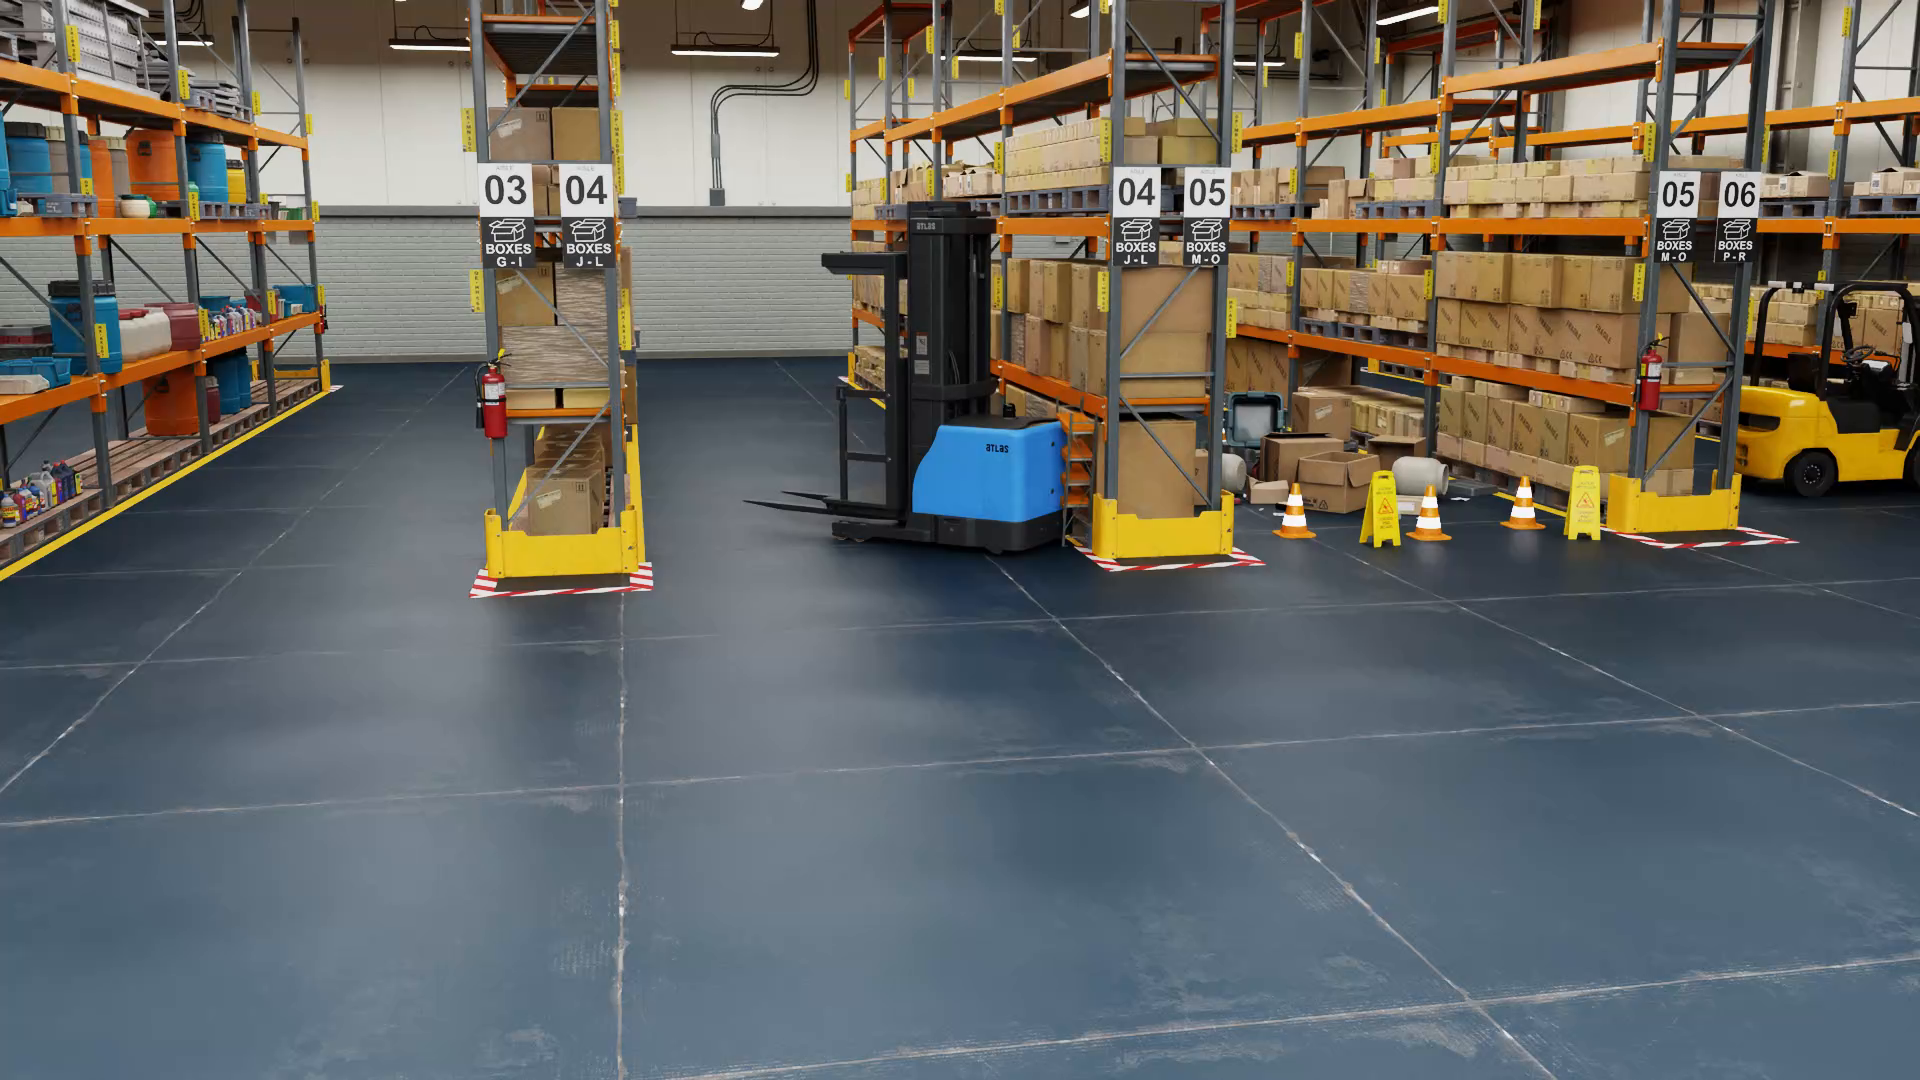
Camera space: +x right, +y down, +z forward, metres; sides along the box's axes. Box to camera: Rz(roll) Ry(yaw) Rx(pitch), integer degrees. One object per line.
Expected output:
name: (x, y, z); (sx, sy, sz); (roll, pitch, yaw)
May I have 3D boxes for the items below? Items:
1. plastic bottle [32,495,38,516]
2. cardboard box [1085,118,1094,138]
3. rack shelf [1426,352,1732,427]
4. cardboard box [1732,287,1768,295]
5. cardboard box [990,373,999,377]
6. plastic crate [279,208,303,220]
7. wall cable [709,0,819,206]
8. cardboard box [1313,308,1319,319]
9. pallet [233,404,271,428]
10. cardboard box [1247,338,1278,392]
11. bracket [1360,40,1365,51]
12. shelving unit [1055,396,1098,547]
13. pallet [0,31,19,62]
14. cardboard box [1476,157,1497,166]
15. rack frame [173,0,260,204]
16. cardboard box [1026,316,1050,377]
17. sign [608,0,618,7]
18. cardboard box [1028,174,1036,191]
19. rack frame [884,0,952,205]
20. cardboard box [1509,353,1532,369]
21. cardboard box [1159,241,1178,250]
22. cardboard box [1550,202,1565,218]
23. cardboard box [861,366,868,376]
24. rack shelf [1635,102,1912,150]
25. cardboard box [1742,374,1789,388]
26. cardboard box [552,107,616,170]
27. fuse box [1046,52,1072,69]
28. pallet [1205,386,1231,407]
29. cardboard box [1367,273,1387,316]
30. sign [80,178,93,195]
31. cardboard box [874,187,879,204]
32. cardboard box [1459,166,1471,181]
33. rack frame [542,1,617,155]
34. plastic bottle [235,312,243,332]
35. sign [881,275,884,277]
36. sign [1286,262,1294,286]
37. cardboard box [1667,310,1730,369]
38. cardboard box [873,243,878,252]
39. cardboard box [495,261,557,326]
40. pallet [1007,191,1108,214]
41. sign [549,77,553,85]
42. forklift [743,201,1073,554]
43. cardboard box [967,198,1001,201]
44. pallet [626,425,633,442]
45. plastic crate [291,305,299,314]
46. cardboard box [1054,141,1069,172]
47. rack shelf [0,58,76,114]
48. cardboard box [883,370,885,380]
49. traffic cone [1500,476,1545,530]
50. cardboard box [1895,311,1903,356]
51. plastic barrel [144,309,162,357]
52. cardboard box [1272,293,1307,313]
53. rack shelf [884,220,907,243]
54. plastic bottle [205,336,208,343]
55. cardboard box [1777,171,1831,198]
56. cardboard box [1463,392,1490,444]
plastic bottle: (-8.180, -0.315, 14.635); (0.097, 0.201, 0.097); (0, 11, 0)
cardboard box: (1.270, -3.464, 14.003); (0.380, 0.149, 0.250); (-2, 11, -11)
rack shelf: (6.162, -1.584, 16.920); (1.077, 0.370, 4.000); (-2, 11, -11)
cardboard box: (10.080, -3.141, 21.174); (0.380, 0.149, 0.250); (-2, 11, -11)
cardboard box: (0.363, -1.665, 20.316); (1.050, 0.750, 0.750); (-2, 11, -10)
plastic crate: (-10.668, -5.163, 26.347); (0.450, 0.188, 0.336); (-2, 11, -11)
wall cable: (-4.000, -9.834, 33.695); (2.277, 5.999, 0.120); (-2, 11, -11)
cardboard box: (4.898, -3.001, 21.991); (0.380, 0.149, 0.250); (-3, 11, -15)
pallet: (-10.253, -1.718, 23.158); (1.003, 0.211, 1.213); (-2, 11, -11)
cardboard box: (4.773, -2.494, 24.335); (0.875, 0.875, 0.875); (-2, 11, -10)
bracket: (8.238, -9.992, 33.500); (0.235, 0.232, 0.430); (-2, 11, -11)
shelving unit: (0.978, -0.595, 14.413); (0.258, 1.200, 0.503); (-2, 22, -11)
pallet: (-8.378, -4.047, 13.467); (1.003, 0.211, 1.213); (-2, 11, -11)
cardboard box: (5.946, -4.369, 19.545); (0.500, 0.250, 0.500); (-2, 11, -12)
rack frame: (-10.362, -6.178, 23.088); (1.000, 3.000, 0.127); (-2, 11, -11)
cardboard box: (1.140, -1.909, 16.301); (0.875, 0.550, 0.550); (-2, 11, -11)
sign: (-3.412, -5.405, 16.316); (0.100, 0.325, 0.005); (-2, 11, -11)
cardboard box: (0.874, -3.445, 16.035); (0.380, 0.149, 0.250); (-2, 11, -12)
rack frame: (-0.619, -6.520, 24.884); (1.000, 3.000, 0.127); (-2, 11, -11)
cardboard box: (5.836, -1.831, 16.966); (0.380, 0.149, 0.250); (-2, 11, -11)
cardboard box: (3.497, -5.003, 28.282); (0.380, 0.149, 0.250); (-2, 11, -12)
cardboard box: (5.986, -3.212, 16.198); (0.380, 0.149, 0.250); (-2, 11, -13)
cardboard box: (-1.480, -2.863, 28.219); (0.380, 0.149, 0.250); (-2, 11, -10)
rack shelf: (10.252, -5.249, 21.203); (1.077, 0.370, 4.000); (-2, 11, -11)
cardboard box: (10.385, -1.763, 21.164); (0.875, 0.625, 0.625); (-2, 11, -12)
cardboard box: (-3.193, -3.407, 14.150); (0.500, 0.500, 0.500); (-2, 11, -11)
fuse box: (2.077, -10.043, 34.838); (0.513, 0.334, 0.176); (-2, 11, -11)
pallet: (4.441, -2.263, 26.020); (1.003, 0.211, 1.213); (-2, 11, -11)
cardboard box: (5.266, -2.968, 20.080); (0.500, 0.500, 0.500); (-2, 11, -9)
sign: (-8.264, -3.259, 15.753); (0.100, 0.325, 0.005); (-2, 11, -11)
cardboard box: (-1.048, -5.390, 26.032); (0.500, 0.250, 0.500); (-3, 11, -13)
cardboard box: (5.593, -3.930, 17.837); (0.380, 0.149, 0.250); (-2, 11, -9)
rack frame: (-5.504, -6.358, 24.034); (1.000, 3.000, 0.127); (-2, 11, -11)
plastic bottle: (-9.799, -2.950, 22.504); (0.152, 0.276, 0.135); (-2, 11, -11)
sign: (-1.149, -3.977, 25.253); (0.100, 0.325, 0.005); (-2, 11, -11)
sign: (4.451, -3.586, 22.417); (0.100, 0.325, 0.005); (-2, 11, -11)
cardboard box: (6.731, -1.863, 15.397); (0.500, 0.500, 0.500); (-2, 11, -12)
cardboard box: (-1.081, -4.430, 26.213); (0.500, 0.500, 0.500); (-2, 11, -13)
cardboard box: (-3.519, -1.988, 13.384); (0.500, 0.500, 0.500); (-2, 11, -11)
pallet: (1.086, -3.385, 16.674); (1.003, 0.211, 1.213); (-2, 11, -11)
sign: (-6.827, -7.609, 27.686); (0.100, 0.325, 0.005); (-2, 11, -11)
forklift: (-0.543, -1.499, 14.733); (3.031, 2.935, 1.130); (6, 12, 30)
cardboard box: (0.309, -4.476, 21.902); (0.500, 0.500, 0.500); (-2, 11, -11)
pallet: (-4.805, -1.455, 21.775); (1.003, 0.211, 1.213); (-2, 11, -11)
plastic crate: (-10.762, -3.668, 26.489); (0.396, 0.136, 0.243); (-2, 11, -11)
cardboard box: (1.153, -3.437, 14.923); (0.500, 0.250, 0.500); (-2, 11, -11)
rack shelf: (-8.417, -3.794, 13.556); (1.077, 0.370, 4.000); (-2, 11, -11)
cardboard box: (-0.992, -2.571, 25.888); (0.380, 0.149, 0.250); (-2, 11, -10)
traffic cone: (5.202, -0.356, 15.330); (0.336, 0.463, 0.334); (-2, 11, -11)
cardboard box: (10.689, -2.256, 18.258); (0.500, 0.500, 0.500); (-2, 11, -12)
plastic barrel: (-9.092, -2.294, 18.427); (0.421, 0.512, 0.421); (0, 11, 0)
cardboard box: (4.652, -3.289, 23.020); (0.500, 0.250, 0.500); (-2, 11, -11)
rack shelf: (-0.230, -4.326, 23.305); (1.077, 0.370, 4.000); (-2, 11, -11)
plastic bottle: (-9.370, -2.593, 20.609); (0.061, 0.283, 0.133); (-2, 11, -11)
cardboard box: (10.262, -4.294, 20.062); (0.500, 0.311, 0.500); (-2, 11, -13)
cardboard box: (5.739, -1.312, 17.794); (0.500, 0.500, 0.500); (-2, 11, -9)
